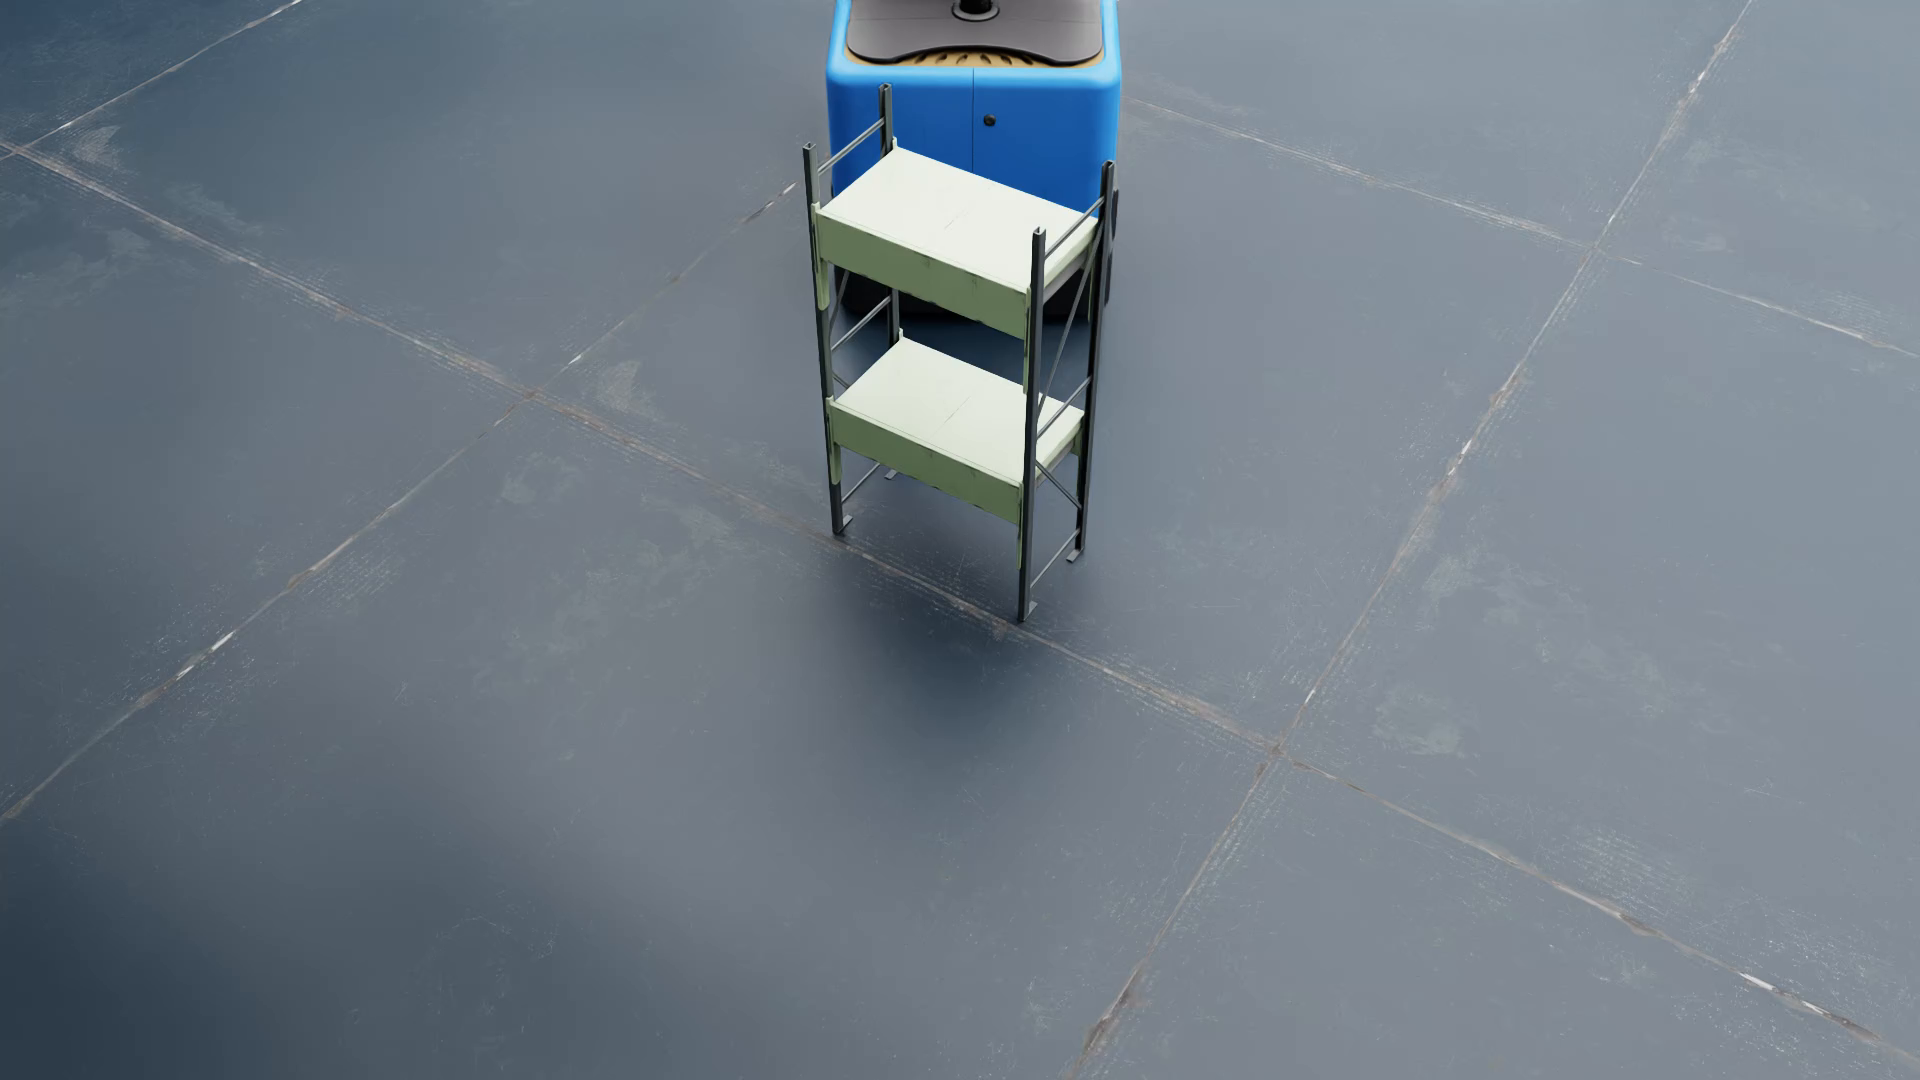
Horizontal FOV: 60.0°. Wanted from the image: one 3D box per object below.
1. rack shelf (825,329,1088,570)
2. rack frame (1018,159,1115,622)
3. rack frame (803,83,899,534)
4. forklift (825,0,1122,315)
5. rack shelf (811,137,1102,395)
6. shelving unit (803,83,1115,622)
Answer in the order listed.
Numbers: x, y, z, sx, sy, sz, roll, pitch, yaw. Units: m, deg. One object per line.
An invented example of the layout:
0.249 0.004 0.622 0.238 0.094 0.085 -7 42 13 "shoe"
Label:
-0.006 -0.298 5.292 0.720 0.370 0.431 25 51 22 "rack shelf"
0.302 -0.384 4.920 0.023 1.500 0.400 25 51 22 "rack frame"
-0.314 -0.667 5.196 0.023 1.500 0.400 25 51 22 "rack frame"
0.083 -2.919 6.386 1.130 2.935 3.031 1 46 1 "forklift"
-0.006 -0.797 4.778 0.720 0.370 0.431 25 51 22 "rack shelf"
-0.006 -0.525 5.058 0.755 1.500 0.431 25 51 22 "shelving unit"
